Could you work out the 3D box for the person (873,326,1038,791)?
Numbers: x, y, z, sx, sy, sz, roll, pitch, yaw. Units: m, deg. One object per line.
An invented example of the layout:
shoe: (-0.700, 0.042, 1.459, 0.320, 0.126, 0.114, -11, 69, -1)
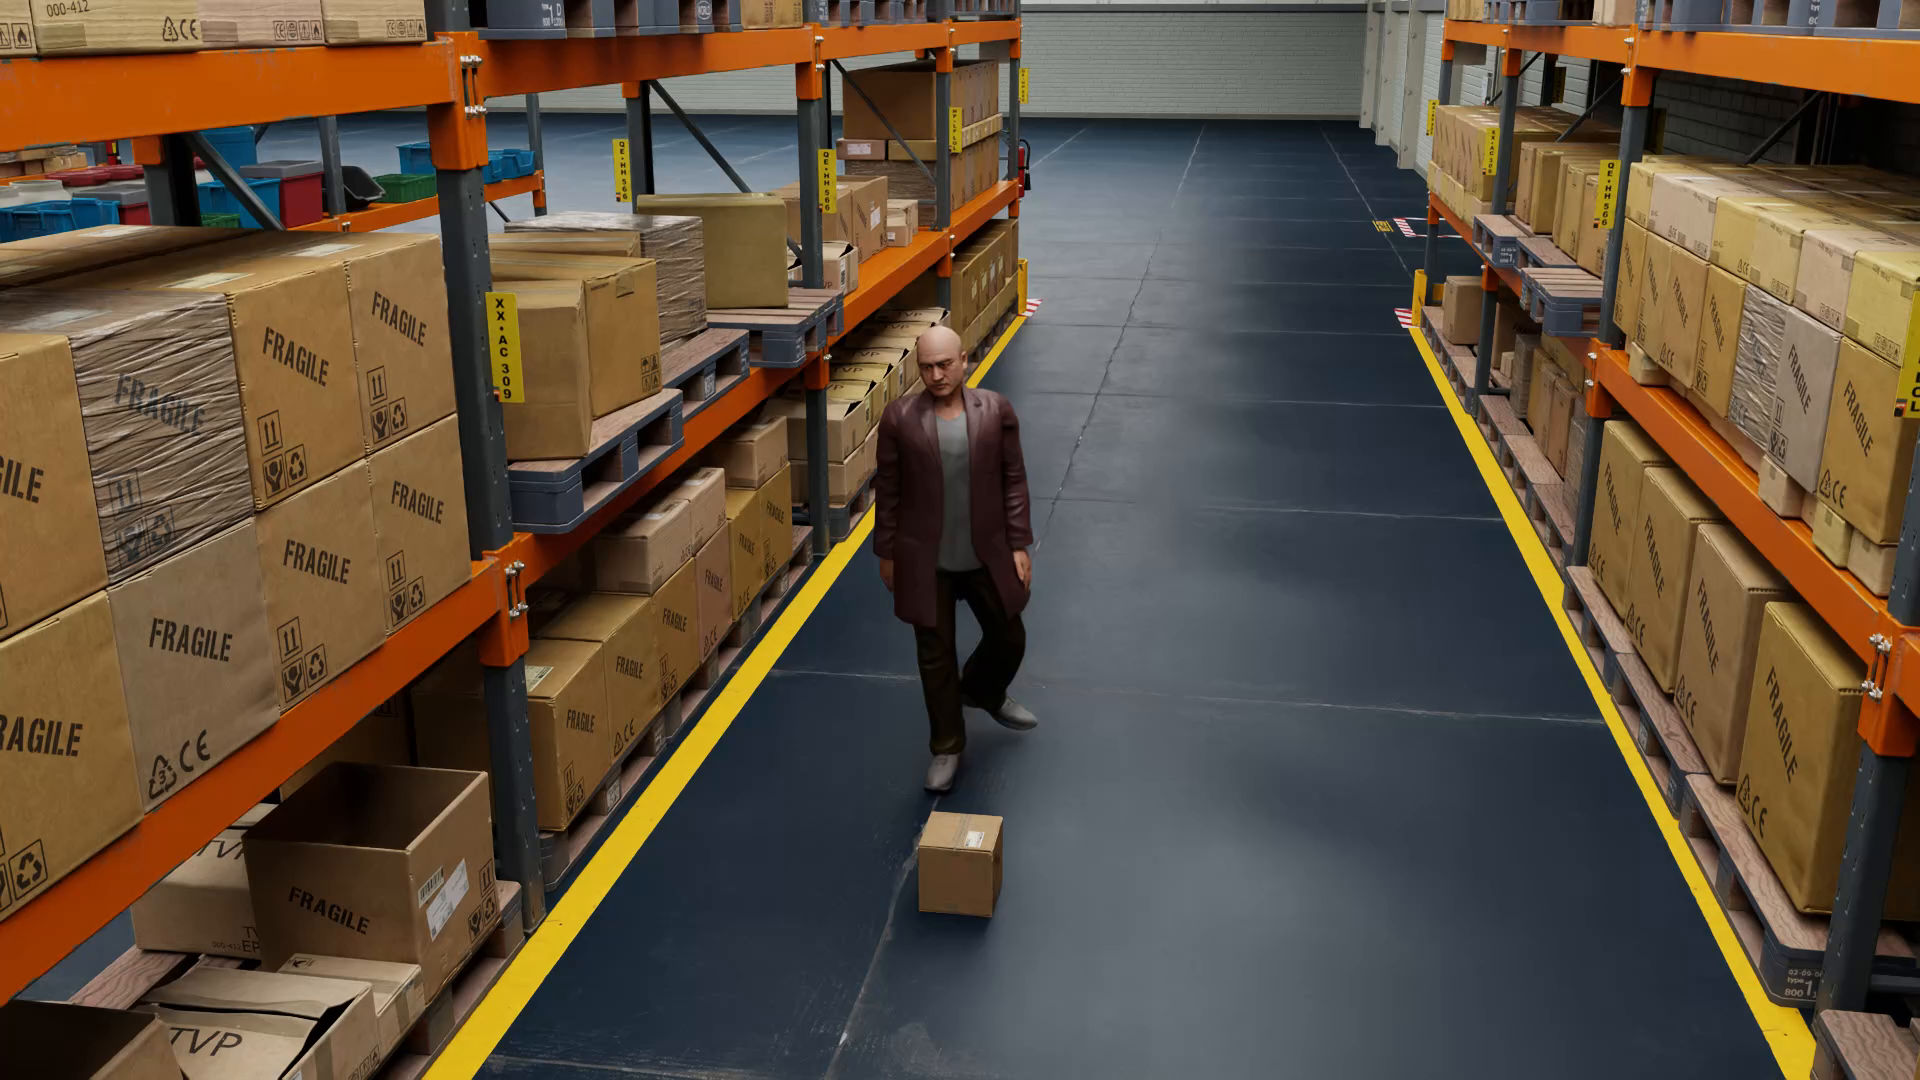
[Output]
person: (0.002, 0.036, 6.414, 0.678, 1.772, 0.652, -2, 18, -8)
